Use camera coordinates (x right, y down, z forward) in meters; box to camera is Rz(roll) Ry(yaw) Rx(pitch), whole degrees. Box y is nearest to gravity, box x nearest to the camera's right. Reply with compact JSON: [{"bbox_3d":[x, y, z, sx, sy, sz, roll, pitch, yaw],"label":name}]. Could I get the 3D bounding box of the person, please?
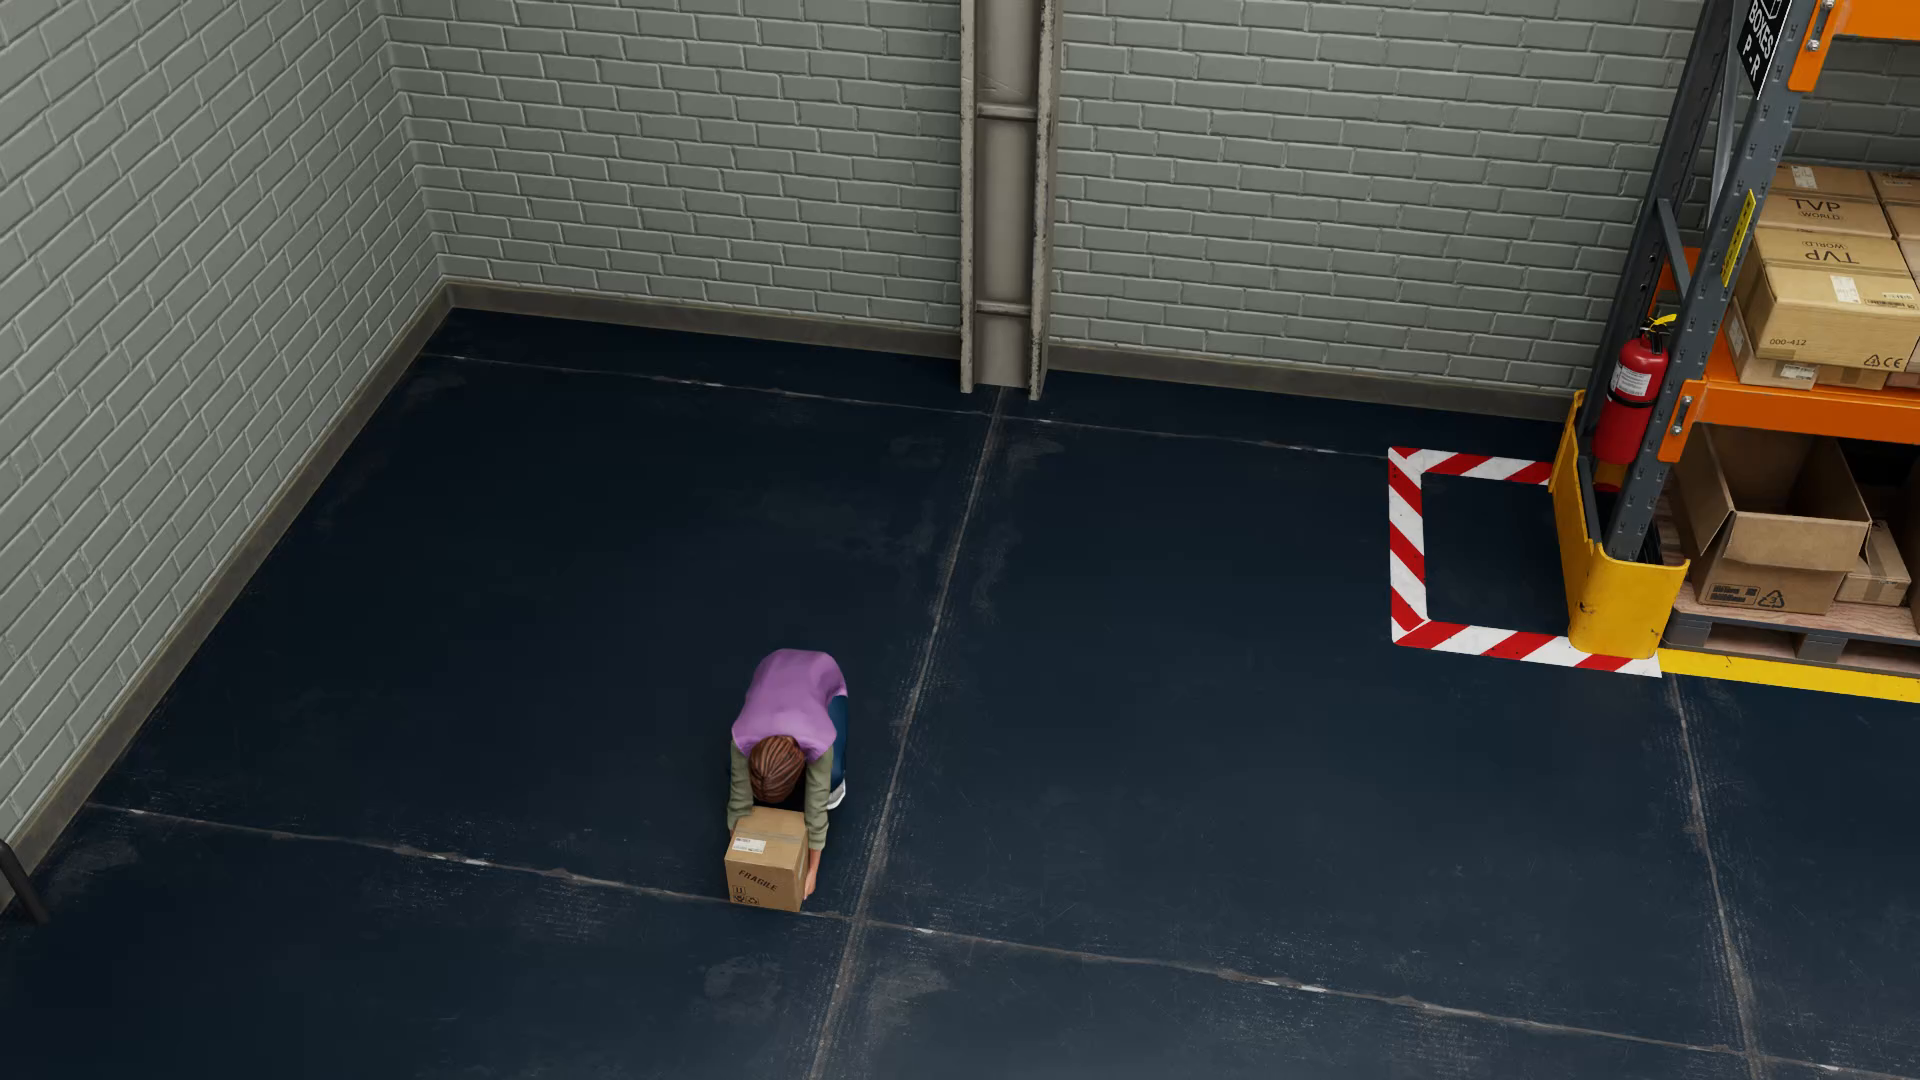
[{"bbox_3d":[-0.618,0.777,6.015,0.432,0.761,0.835,6,41,7],"label":"person"}]
